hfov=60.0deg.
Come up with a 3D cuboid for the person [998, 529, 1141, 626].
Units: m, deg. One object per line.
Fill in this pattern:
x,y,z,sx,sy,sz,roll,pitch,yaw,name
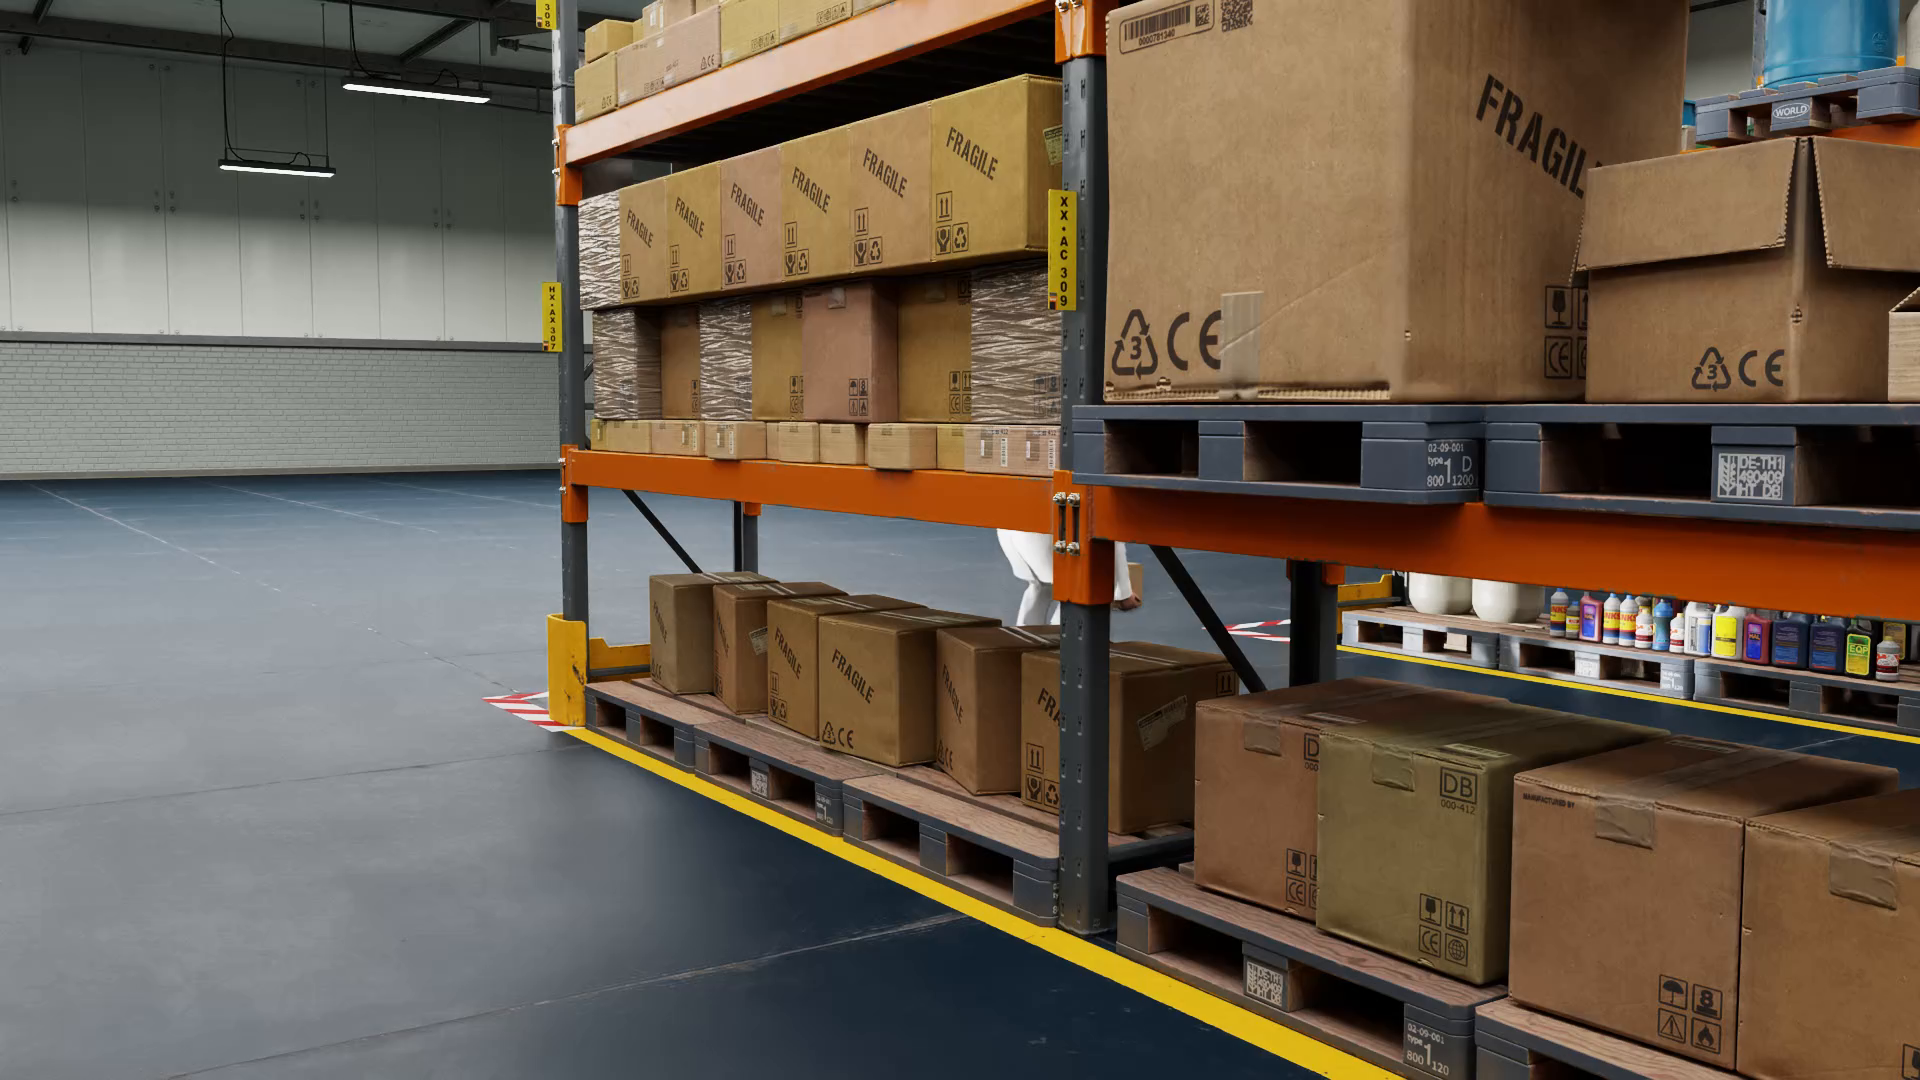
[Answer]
0.638,0.156,9.556,0.932,1.182,0.576,-3,6,-36,person
